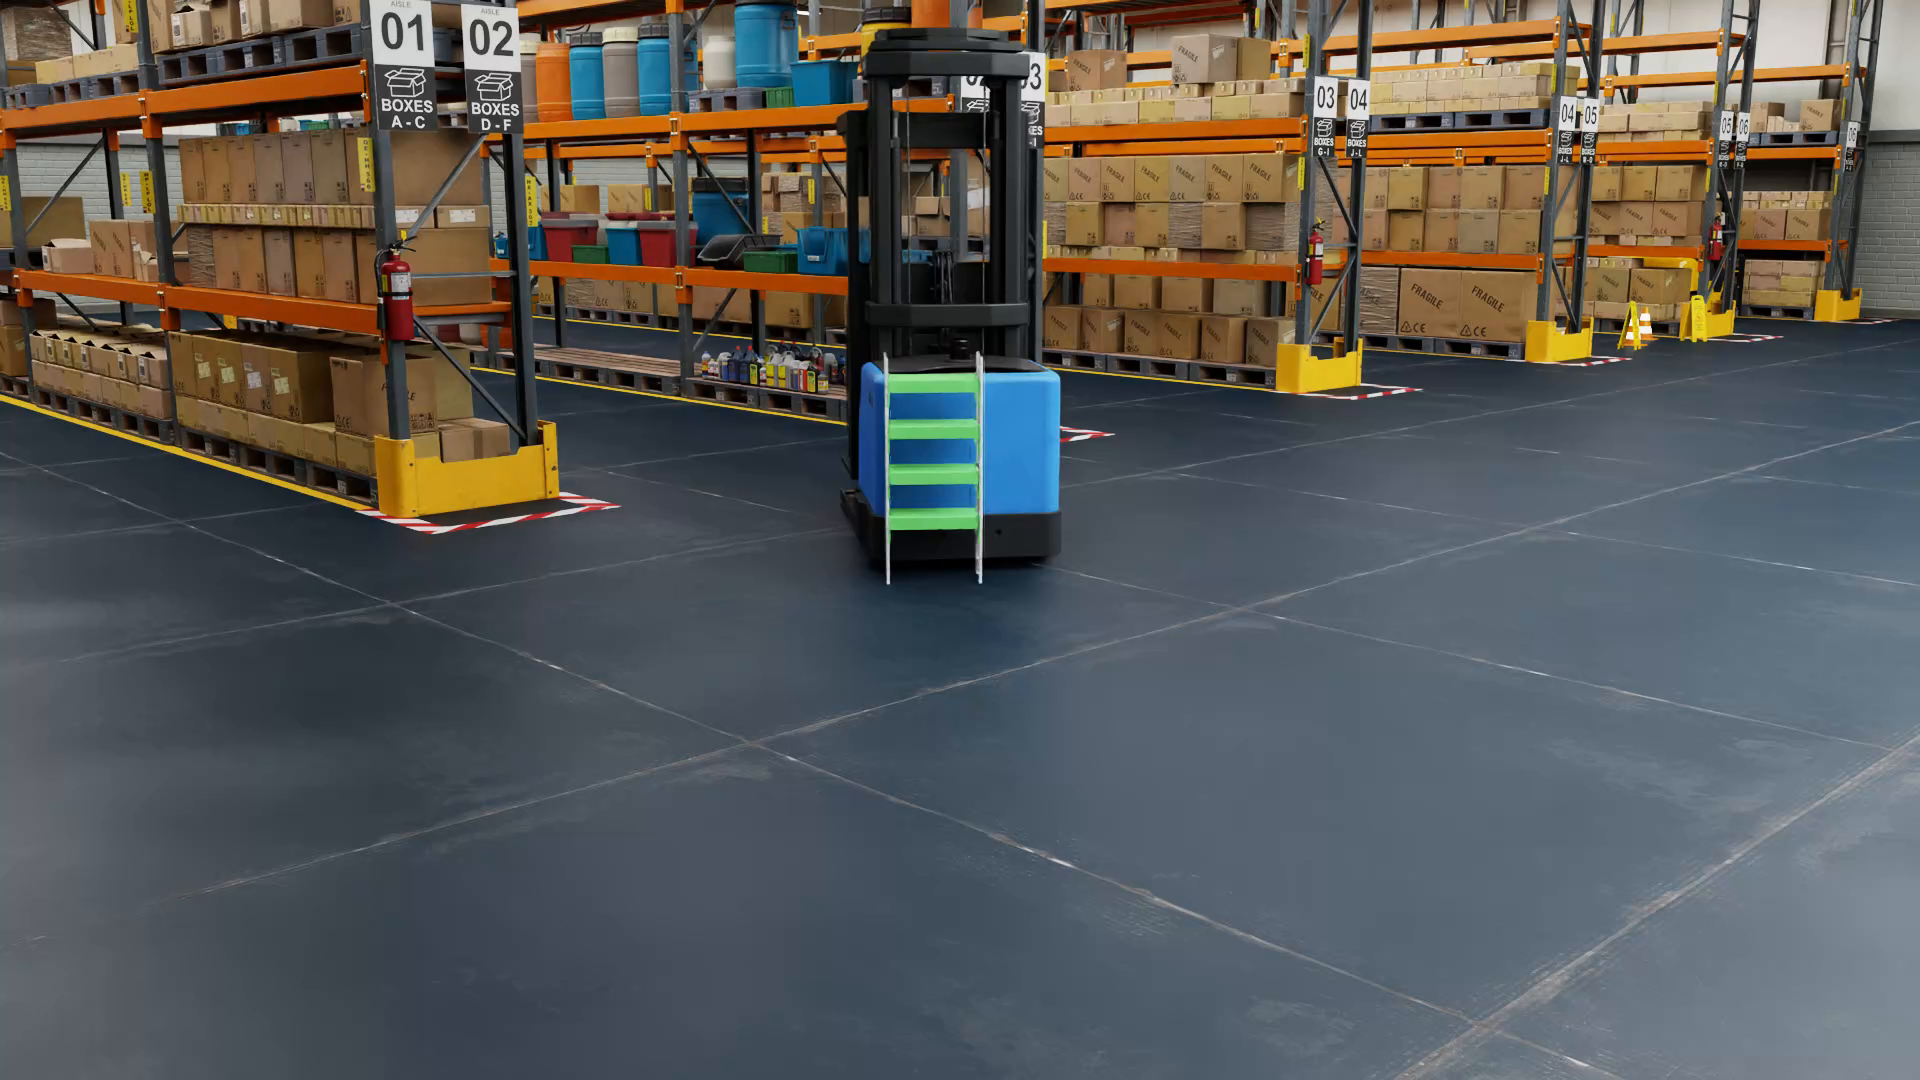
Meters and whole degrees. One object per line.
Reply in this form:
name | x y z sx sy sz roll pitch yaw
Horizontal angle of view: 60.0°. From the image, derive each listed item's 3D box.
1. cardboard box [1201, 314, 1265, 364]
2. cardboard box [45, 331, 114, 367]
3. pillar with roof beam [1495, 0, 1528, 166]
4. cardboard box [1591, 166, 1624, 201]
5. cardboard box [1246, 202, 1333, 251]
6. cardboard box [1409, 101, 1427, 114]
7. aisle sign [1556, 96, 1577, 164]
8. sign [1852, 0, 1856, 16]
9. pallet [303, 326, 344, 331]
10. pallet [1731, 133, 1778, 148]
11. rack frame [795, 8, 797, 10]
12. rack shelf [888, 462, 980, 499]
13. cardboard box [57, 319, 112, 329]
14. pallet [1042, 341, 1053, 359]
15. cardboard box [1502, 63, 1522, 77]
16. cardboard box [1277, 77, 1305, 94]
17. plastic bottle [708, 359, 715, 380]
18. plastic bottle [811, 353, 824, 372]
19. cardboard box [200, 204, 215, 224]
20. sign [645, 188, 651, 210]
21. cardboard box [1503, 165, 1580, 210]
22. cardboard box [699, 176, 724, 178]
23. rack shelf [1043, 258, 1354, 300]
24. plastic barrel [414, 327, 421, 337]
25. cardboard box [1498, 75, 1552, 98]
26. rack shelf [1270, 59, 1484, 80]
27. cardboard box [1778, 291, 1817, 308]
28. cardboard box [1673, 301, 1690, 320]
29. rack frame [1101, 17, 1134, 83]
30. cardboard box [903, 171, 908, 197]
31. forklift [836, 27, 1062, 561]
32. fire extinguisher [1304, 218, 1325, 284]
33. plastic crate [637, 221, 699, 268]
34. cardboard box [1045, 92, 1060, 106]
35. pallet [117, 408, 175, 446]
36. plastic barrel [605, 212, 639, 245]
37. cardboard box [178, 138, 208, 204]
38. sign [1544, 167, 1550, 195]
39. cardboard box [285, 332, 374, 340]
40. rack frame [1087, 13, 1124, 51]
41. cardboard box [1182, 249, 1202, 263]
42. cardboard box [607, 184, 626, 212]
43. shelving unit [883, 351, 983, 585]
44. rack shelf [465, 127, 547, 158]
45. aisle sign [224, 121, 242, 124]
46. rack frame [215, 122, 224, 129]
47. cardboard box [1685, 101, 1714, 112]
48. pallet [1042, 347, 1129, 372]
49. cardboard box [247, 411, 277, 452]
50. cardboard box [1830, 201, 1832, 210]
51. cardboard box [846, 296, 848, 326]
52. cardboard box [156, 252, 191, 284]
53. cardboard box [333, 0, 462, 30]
cardboard box | 3.043 -2.249 18.550 0.500 0.500 0.500 -6 13 -28
cardboard box | -8.274 -1.821 15.698 0.500 0.311 0.500 11 16 44
pillar with roof beam | 7.569 -8.607 29.385 9.100 9.000 0.400 -11 16 -43
cardboard box | 9.786 -5.337 24.918 0.700 0.500 0.500 -11 16 -43
cardboard box | 3.540 -3.371 17.855 0.875 0.500 0.500 -11 16 -43
cardboard box | 6.030 -5.593 21.527 0.380 0.149 0.250 -11 16 -42
aisle sign | 7.389 -4.990 20.254 0.394 0.787 0.004 -11 16 -43
sign | 14.253 -8.526 26.485 0.100 0.325 0.005 -11 16 -43
pallet | -8.505 -2.889 23.413 1.003 0.211 1.213 -11 16 -43
pallet | 13.339 -6.876 28.638 1.003 0.211 1.213 -11 16 -43
rack frame | -3.492 -9.042 31.498 1.000 3.000 0.127 -11 16 -43
rack shelf | -0.143 -0.316 8.769 0.480 0.148 0.258 -1 13 -4
cardboard box | -9.265 -2.053 17.546 0.500 0.500 0.500 11 16 43
pallet | 0.599 -2.424 21.152 1.003 0.211 1.213 -11 16 -43
cardboard box | 6.908 -5.798 20.546 0.380 0.149 0.250 -11 16 -42
cardboard box | 3.483 -4.680 17.144 0.380 0.149 0.250 -11 16 -43
plastic bottle | -2.471 -1.708 16.614 0.097 0.201 0.097 0 12 0
plastic bottle | -1.403 -1.703 16.383 0.061 0.283 0.133 -11 16 -43
cardboard box | -5.631 -2.522 12.866 0.250 0.149 0.380 11 16 44
sign | -4.787 -5.229 25.515 0.100 0.325 0.005 -11 16 -43
cardboard box | 7.329 -4.430 20.935 0.875 0.550 0.550 -11 16 -43
cardboard box | -3.474 -5.190 24.935 0.797 0.503 0.637 -11 16 -42
rack shelf | 2.519 -3.032 18.976 1.077 0.370 4.000 -11 16 -43
plastic barrel | -7.117 -3.146 21.908 0.600 0.901 0.708 -11 16 -43
cardboard box | 7.017 -5.597 20.557 0.500 0.250 0.500 -11 16 -42
rack shelf | 6.924 -7.739 27.947 1.077 0.370 4.000 -11 16 -43
cardboard box | 14.102 -4.049 27.904 0.500 0.250 0.500 -11 16 -42
cardboard box | 10.710 -3.488 25.183 0.500 0.250 0.500 -11 16 -43
rack frame | 3.606 -10.439 38.278 1.000 3.000 0.127 -11 16 -43
cardboard box | -1.250 -6.235 29.279 0.500 0.500 0.500 11 16 43
forklift | -0.172 -1.567 10.254 1.130 2.935 3.031 -2 12 -9
fire extinguisher | 3.646 -2.973 17.101 0.296 0.674 0.183 -11 16 -43
plastic crate | -3.000 -3.045 17.099 0.402 0.464 0.583 -11 16 -43
cardboard box | 1.139 -5.177 19.554 0.250 0.149 0.380 11 16 44
pallet | -6.567 -1.032 14.399 1.003 0.211 1.213 -11 16 -43
plastic barrel | -3.752 -3.393 18.608 0.433 0.535 0.433 0 12 0
cardboard box | -5.719 -2.917 13.171 0.700 0.500 0.500 -11 16 -42
sign | 7.155 -4.378 20.272 0.100 0.325 0.005 -11 16 -43
cardboard box | -4.866 -1.338 12.887 0.500 0.500 0.500 -11 16 -43
rack frame | 2.781 -9.163 32.084 1.000 3.000 0.127 -11 16 -43
cardboard box | 2.679 -3.162 18.448 0.380 0.149 0.250 -11 16 -43
cardboard box | -5.241 -5.387 26.399 0.500 0.500 0.500 -11 16 -42
shelving unit | -0.143 -0.378 8.755 0.503 1.200 0.258 -1 13 -4
rack shelf | -6.588 -4.978 20.990 1.077 0.370 4.000 -11 16 -43
aisle sign | -10.996 -5.979 25.058 0.394 0.787 0.004 -11 16 -43
rack frame | -10.732 -7.675 24.865 1.000 3.000 0.127 -11 16 -43
cardboard box | 10.620 -6.218 23.871 0.380 0.149 0.250 -11 16 -42
pallet | 1.627 -2.217 20.149 1.003 0.211 1.213 -11 16 -43
cardboard box | -4.896 -0.826 12.258 0.500 0.250 0.500 -11 16 -43
cardboard box | 14.608 -5.618 27.890 0.250 0.149 0.380 11 16 44
cardboard box | -1.147 -3.156 22.900 0.500 0.500 0.700 11 16 42
cardboard box | -6.401 -2.288 13.957 0.500 0.250 0.500 -10 15 -39
cardboard box | -3.661 -3.591 10.829 0.797 0.503 0.637 -9 15 -39
